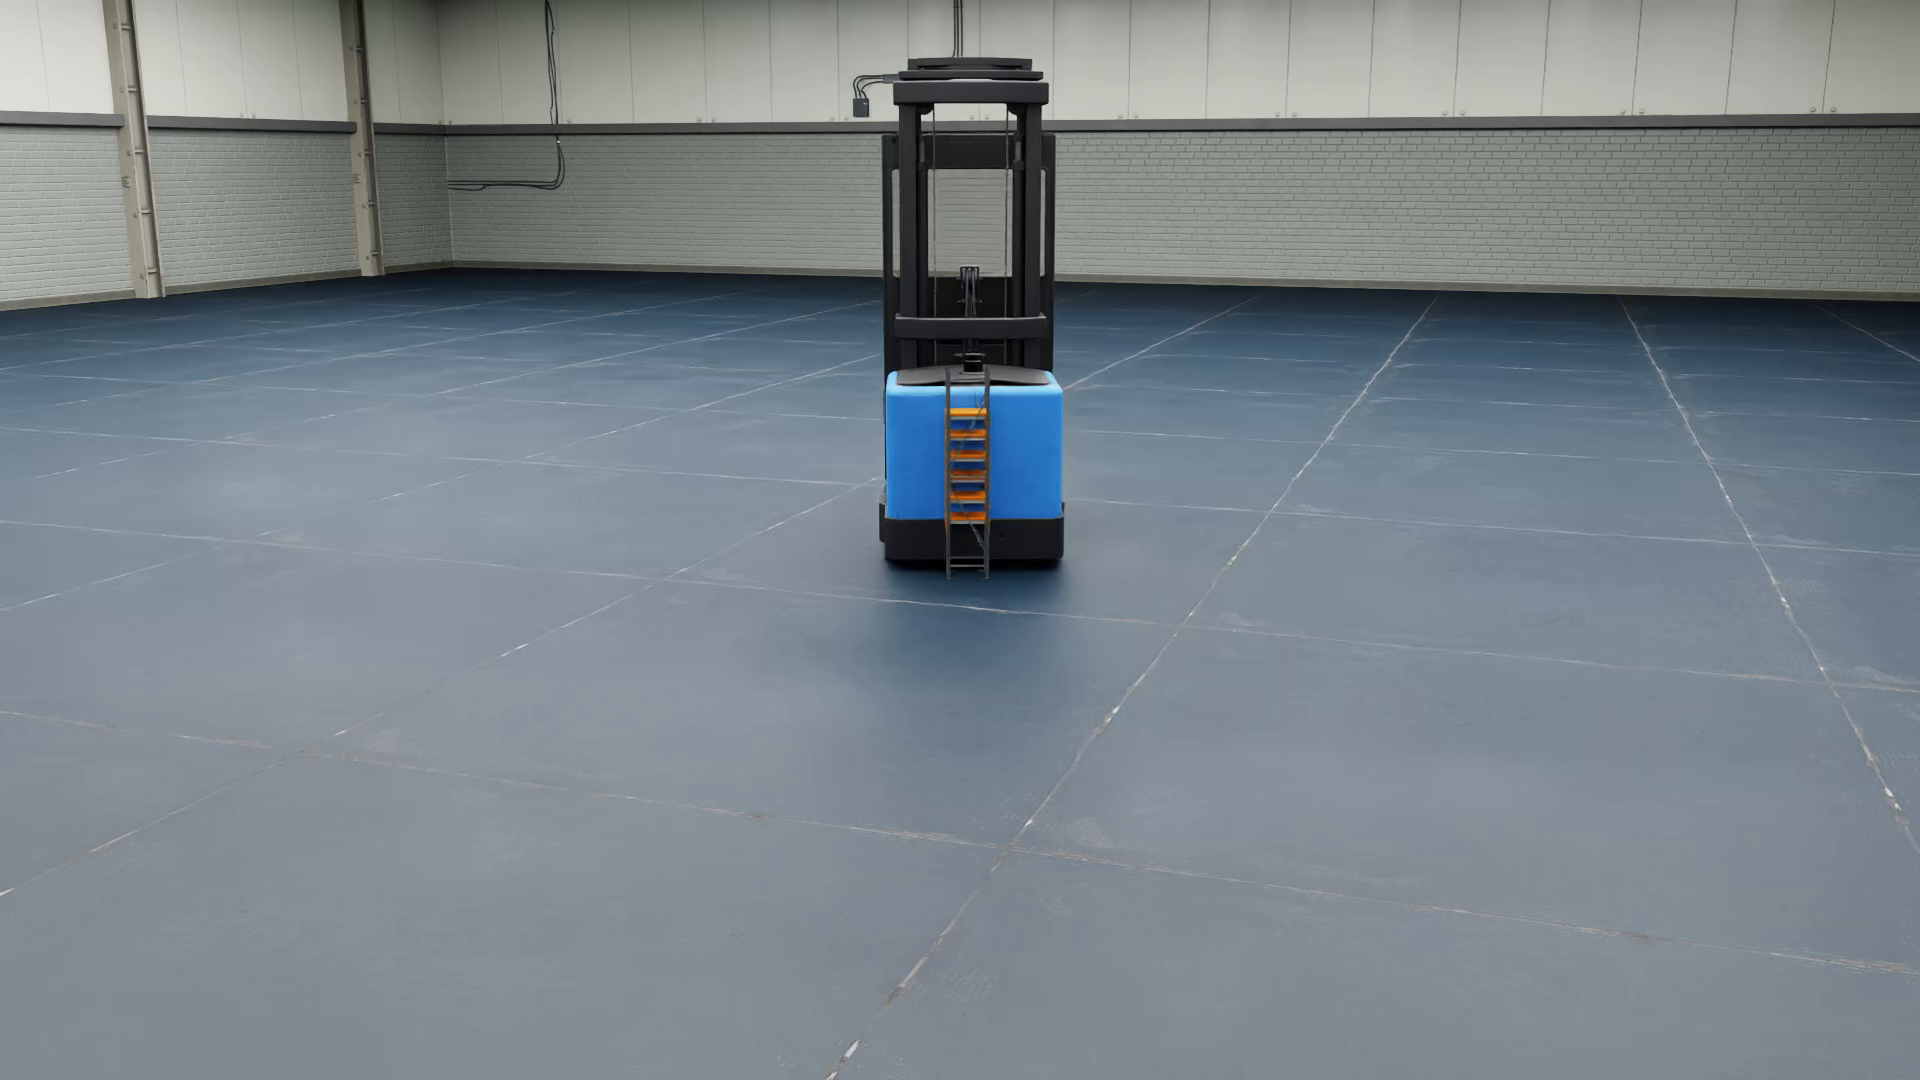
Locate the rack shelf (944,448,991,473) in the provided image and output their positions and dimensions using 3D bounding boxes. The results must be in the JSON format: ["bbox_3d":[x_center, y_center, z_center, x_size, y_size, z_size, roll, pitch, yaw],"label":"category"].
[{"bbox_3d":[0.042,-0.451,9.416,0.258,0.103,0.180,0,14,-2],"label":"rack shelf"}]

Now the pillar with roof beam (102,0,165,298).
[{"bbox_3d":[-10.103,-8.327,26.747,9.100,9.000,0.400,4,14,18],"label":"pillar with roof beam"}]

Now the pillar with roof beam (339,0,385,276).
[{"bbox_3d":[-8.162,-9.590,32.282,9.100,9.000,0.400,4,14,18],"label":"pillar with roof beam"}]

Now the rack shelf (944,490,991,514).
[{"bbox_3d":[0.042,-0.219,9.476,0.258,0.103,0.180,0,14,-2],"label":"rack shelf"}]

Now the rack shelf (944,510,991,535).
[{"bbox_3d":[0.042,-0.102,9.506,0.258,0.103,0.180,0,14,-2],"label":"rack shelf"}]

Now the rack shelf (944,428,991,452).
[{"bbox_3d":[0.042,-0.567,9.387,0.258,0.103,0.180,0,14,-2],"label":"rack shelf"}]

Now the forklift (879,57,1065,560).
[{"bbox_3d":[0.047,-1.582,10.832,1.130,2.935,3.031,0,13,-2],"label":"forklift"}]

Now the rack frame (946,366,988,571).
[{"bbox_3d":[0.039,-0.401,9.524,0.240,1.200,0.006,0,14,-2],"label":"rack frame"}]

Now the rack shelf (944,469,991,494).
[{"bbox_3d":[0.042,-0.335,9.446,0.258,0.103,0.180,0,14,-2],"label":"rack shelf"}]

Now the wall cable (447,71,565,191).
[{"bbox_3d":[-10.031,-8.911,36.286,3.097,2.526,0.112,4,14,18],"label":"wall cable"}]

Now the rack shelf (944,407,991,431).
[{"bbox_3d":[0.043,-0.683,9.357,0.258,0.103,0.180,0,14,-2],"label":"rack shelf"}]

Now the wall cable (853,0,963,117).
[{"bbox_3d":[-1.053,-11.396,32.553,2.305,6.003,0.169,4,14,18],"label":"wall cable"}]

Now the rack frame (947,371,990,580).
[{"bbox_3d":[0.046,-0.355,9.347,0.240,1.200,0.006,0,14,-2],"label":"rack frame"}]

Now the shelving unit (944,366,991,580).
[{"bbox_3d":[0.042,-0.378,9.435,0.258,1.200,0.189,0,14,-2],"label":"shelving unit"}]

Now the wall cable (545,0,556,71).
[{"bbox_3d":[-7.471,-11.179,34.871,3.097,2.526,0.112,4,14,18],"label":"wall cable"}]
